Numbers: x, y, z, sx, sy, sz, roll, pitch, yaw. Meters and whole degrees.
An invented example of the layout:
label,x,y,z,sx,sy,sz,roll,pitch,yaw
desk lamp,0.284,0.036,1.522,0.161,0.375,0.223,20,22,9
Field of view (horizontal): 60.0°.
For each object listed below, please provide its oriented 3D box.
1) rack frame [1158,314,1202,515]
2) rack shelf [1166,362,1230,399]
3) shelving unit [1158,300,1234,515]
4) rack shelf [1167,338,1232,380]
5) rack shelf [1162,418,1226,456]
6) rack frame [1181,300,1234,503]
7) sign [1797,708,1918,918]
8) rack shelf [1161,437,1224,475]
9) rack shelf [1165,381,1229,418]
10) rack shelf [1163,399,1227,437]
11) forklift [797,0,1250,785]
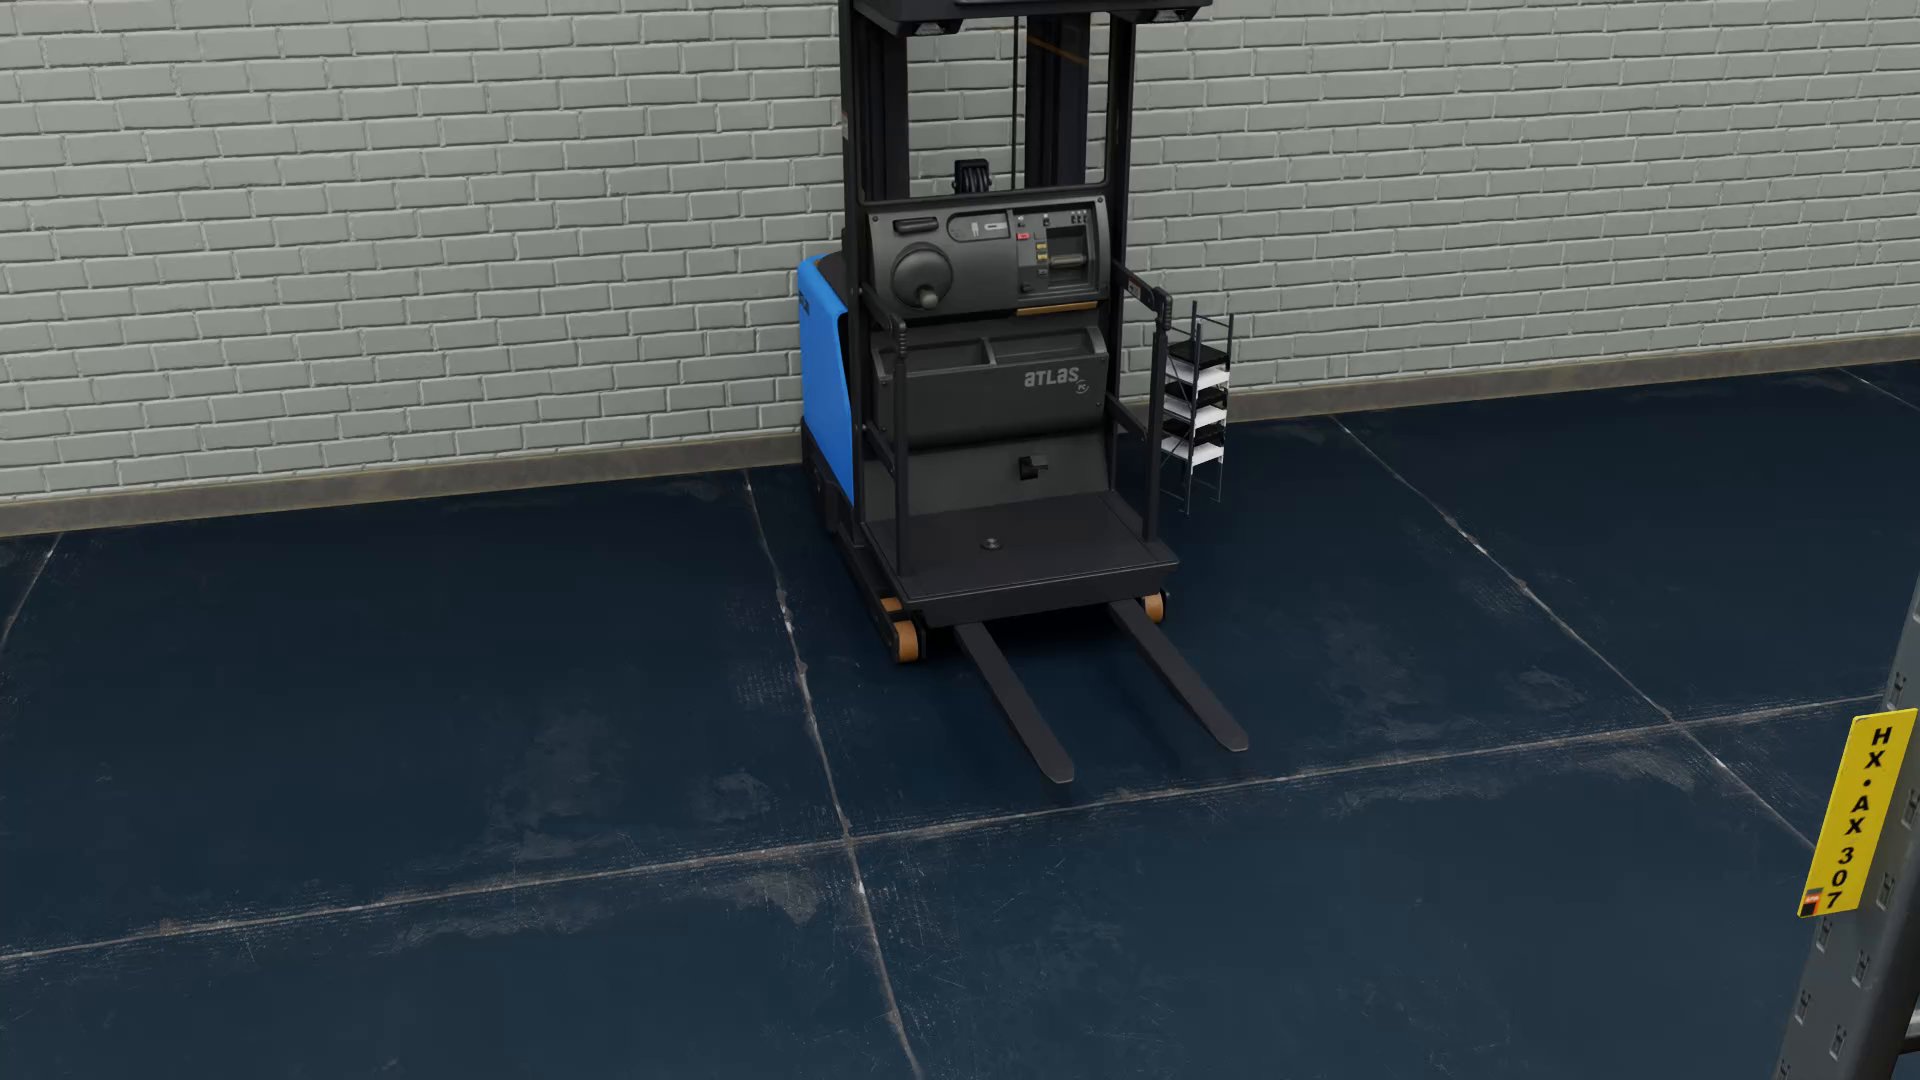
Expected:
label,x,y,z,sx,sy,sz,roll,pitch,yaw
rack frame,0.949,-0.557,7.355,0.006,0.900,0.240,-20,33,-34
rack shelf,1.028,-0.717,7.347,0.200,0.077,0.258,-20,33,-34
shelving unit,1.028,-0.586,7.413,0.210,0.900,0.258,-20,33,-34
rack shelf,1.028,-0.798,7.306,0.200,0.077,0.258,-20,33,-34
rack shelf,1.028,-0.476,7.468,0.200,0.077,0.258,-20,33,-34
rack frame,1.107,-0.615,7.470,0.006,0.900,0.240,-20,33,-34
sign,1.203,0.370,2.228,0.100,0.325,0.005,-6,27,-12
rack shelf,1.028,-0.396,7.509,0.200,0.077,0.258,-20,33,-34
rack shelf,1.028,-0.637,7.387,0.200,0.077,0.258,-20,33,-34
rack shelf,1.028,-0.556,7.428,0.200,0.077,0.258,-20,33,-34
forklift,0.182,-1.039,6.055,1.130,2.935,3.031,-8,28,-15
